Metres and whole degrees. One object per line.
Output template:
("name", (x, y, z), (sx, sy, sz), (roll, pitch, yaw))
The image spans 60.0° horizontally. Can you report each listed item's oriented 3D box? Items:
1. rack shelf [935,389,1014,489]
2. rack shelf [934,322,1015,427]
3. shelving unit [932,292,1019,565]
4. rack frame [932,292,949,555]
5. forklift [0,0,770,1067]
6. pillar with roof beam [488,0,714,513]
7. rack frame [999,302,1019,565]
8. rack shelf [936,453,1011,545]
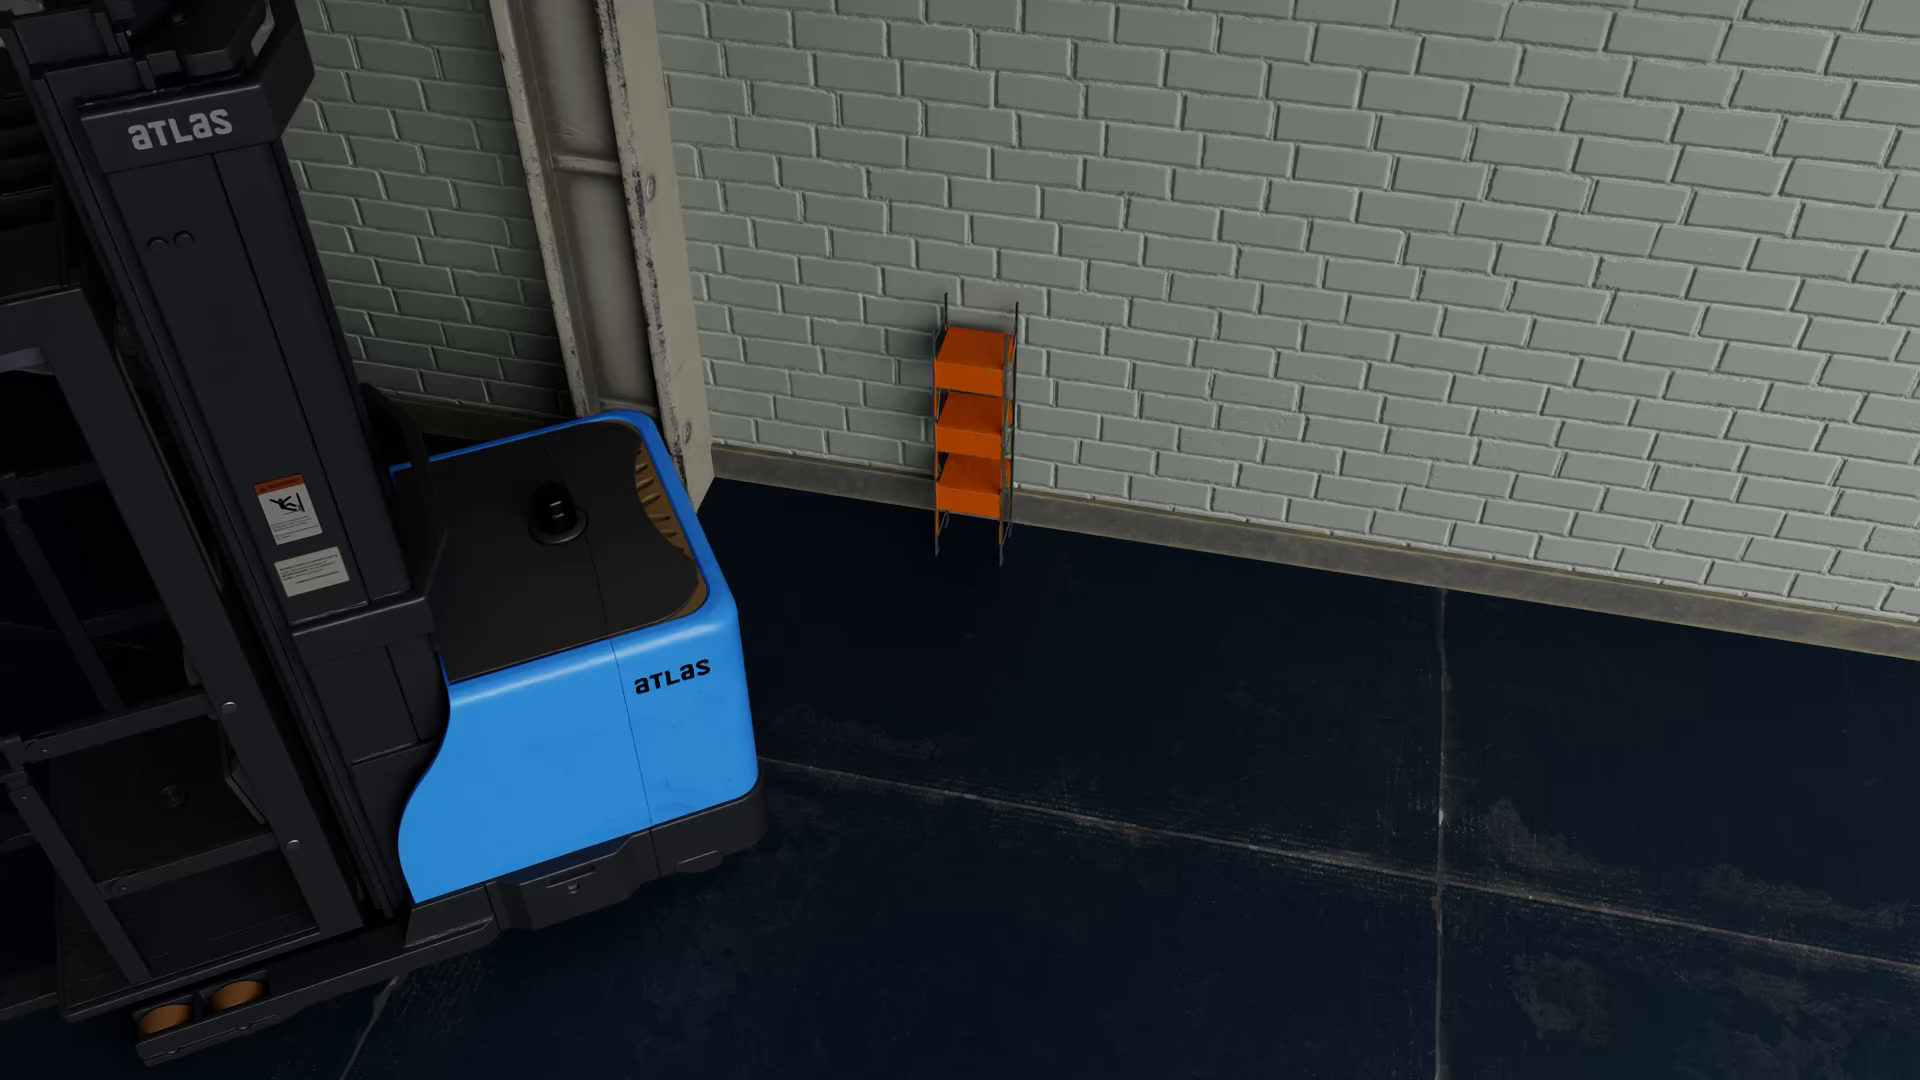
("rack shelf", (0.052, -0.363, 5.885), (0.240, 0.259, 0.215), (9, 45, 9))
("rack shelf", (0.052, -0.567, 5.688), (0.240, 0.259, 0.215), (9, 45, 9))
("shelving unit", (0.052, -0.370, 5.877), (0.252, 1.050, 0.215), (9, 45, 9))
("rack frame", (-0.067, -0.389, 5.897), (0.008, 1.050, 0.200), (9, 45, 9))
("forklift", (-2.165, -0.002, 4.139), (3.031, 2.935, 1.130), (-16, 46, -16))
("pillar with roof beam", (-2.122, -0.527, 0.309), (0.400, 9.000, 9.100), (9, 45, 9))
("rack frame", (0.171, -0.352, 5.858), (0.008, 1.050, 0.200), (9, 45, 9))
("rack shelf", (0.052, -0.162, 6.078), (0.240, 0.259, 0.215), (9, 45, 9))
